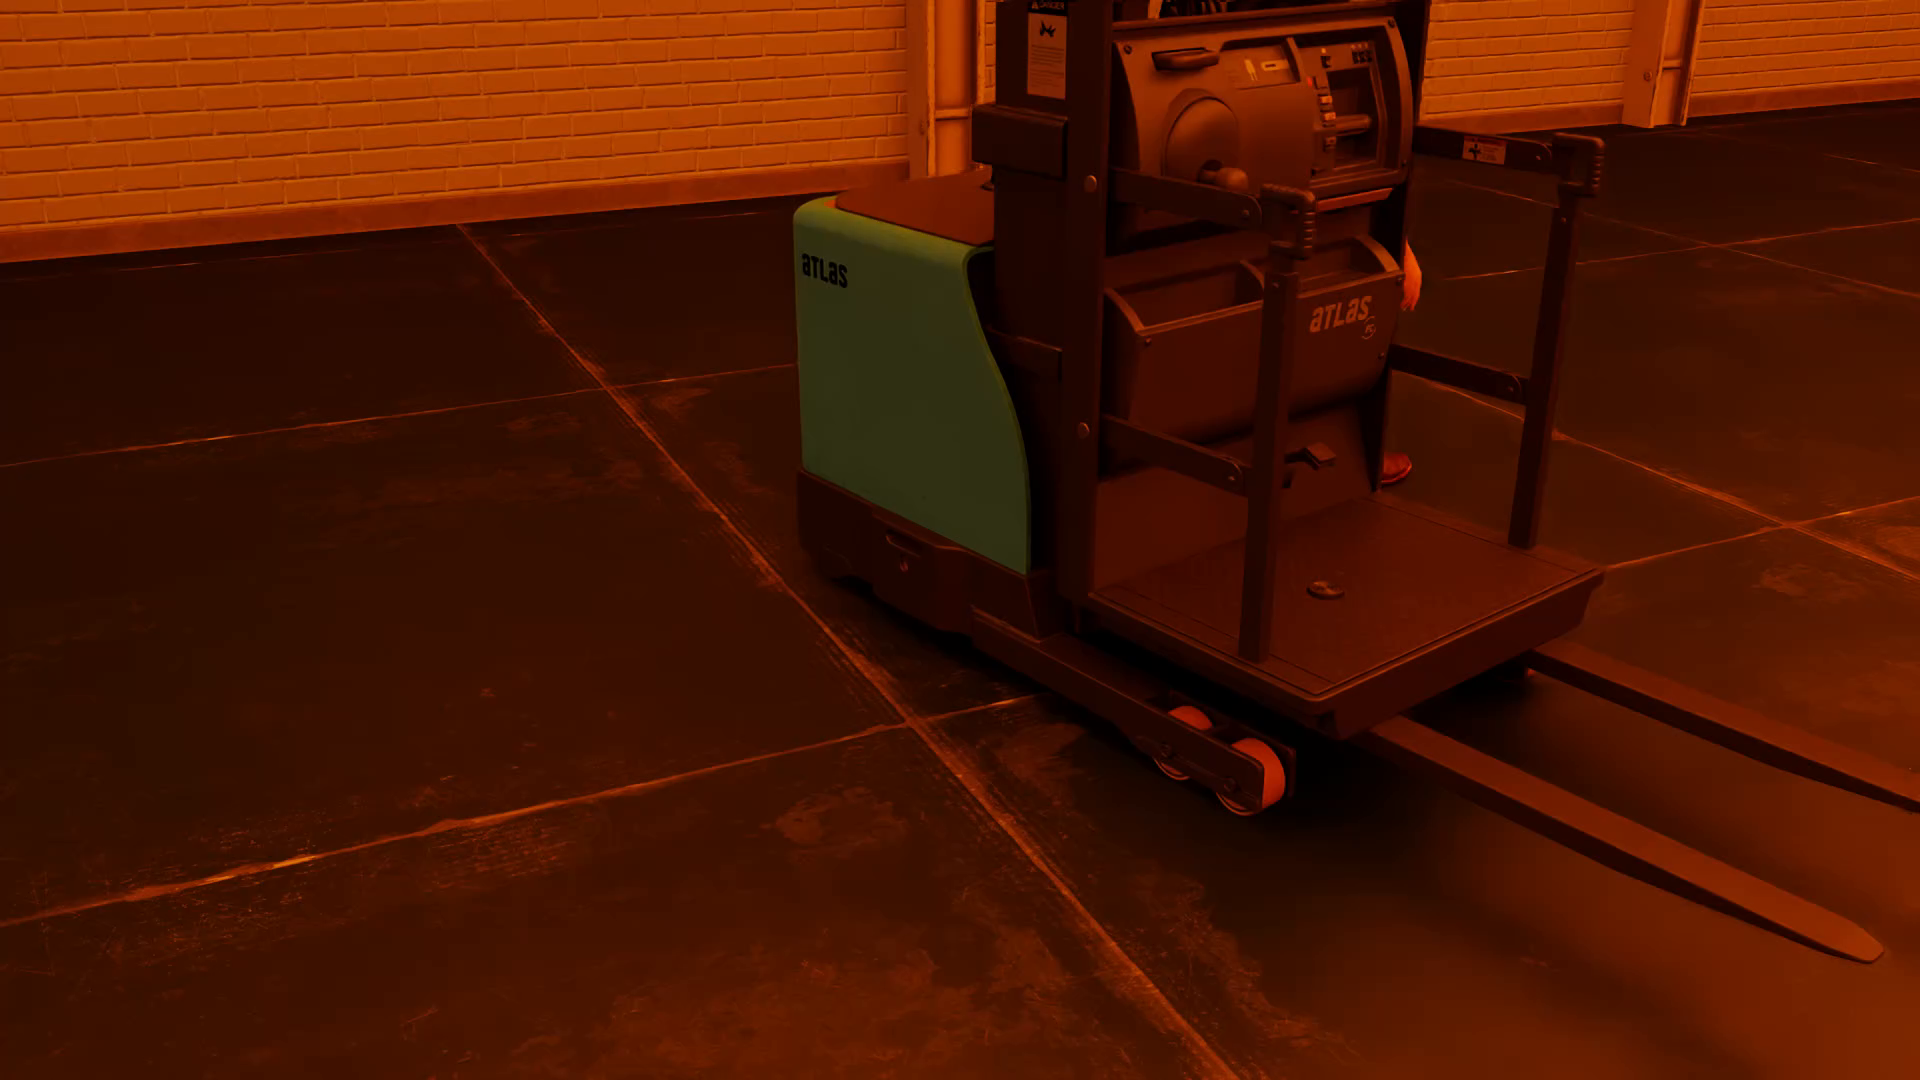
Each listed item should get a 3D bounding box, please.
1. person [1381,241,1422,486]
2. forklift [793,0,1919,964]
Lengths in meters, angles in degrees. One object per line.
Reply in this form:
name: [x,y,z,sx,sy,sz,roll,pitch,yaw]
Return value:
person: [1.116,-0.852,5.242,0.796,1.634,0.775,-15,27,-32]
forklift: [0.844,-0.966,3.611,1.130,2.935,3.031,-17,28,-36]
